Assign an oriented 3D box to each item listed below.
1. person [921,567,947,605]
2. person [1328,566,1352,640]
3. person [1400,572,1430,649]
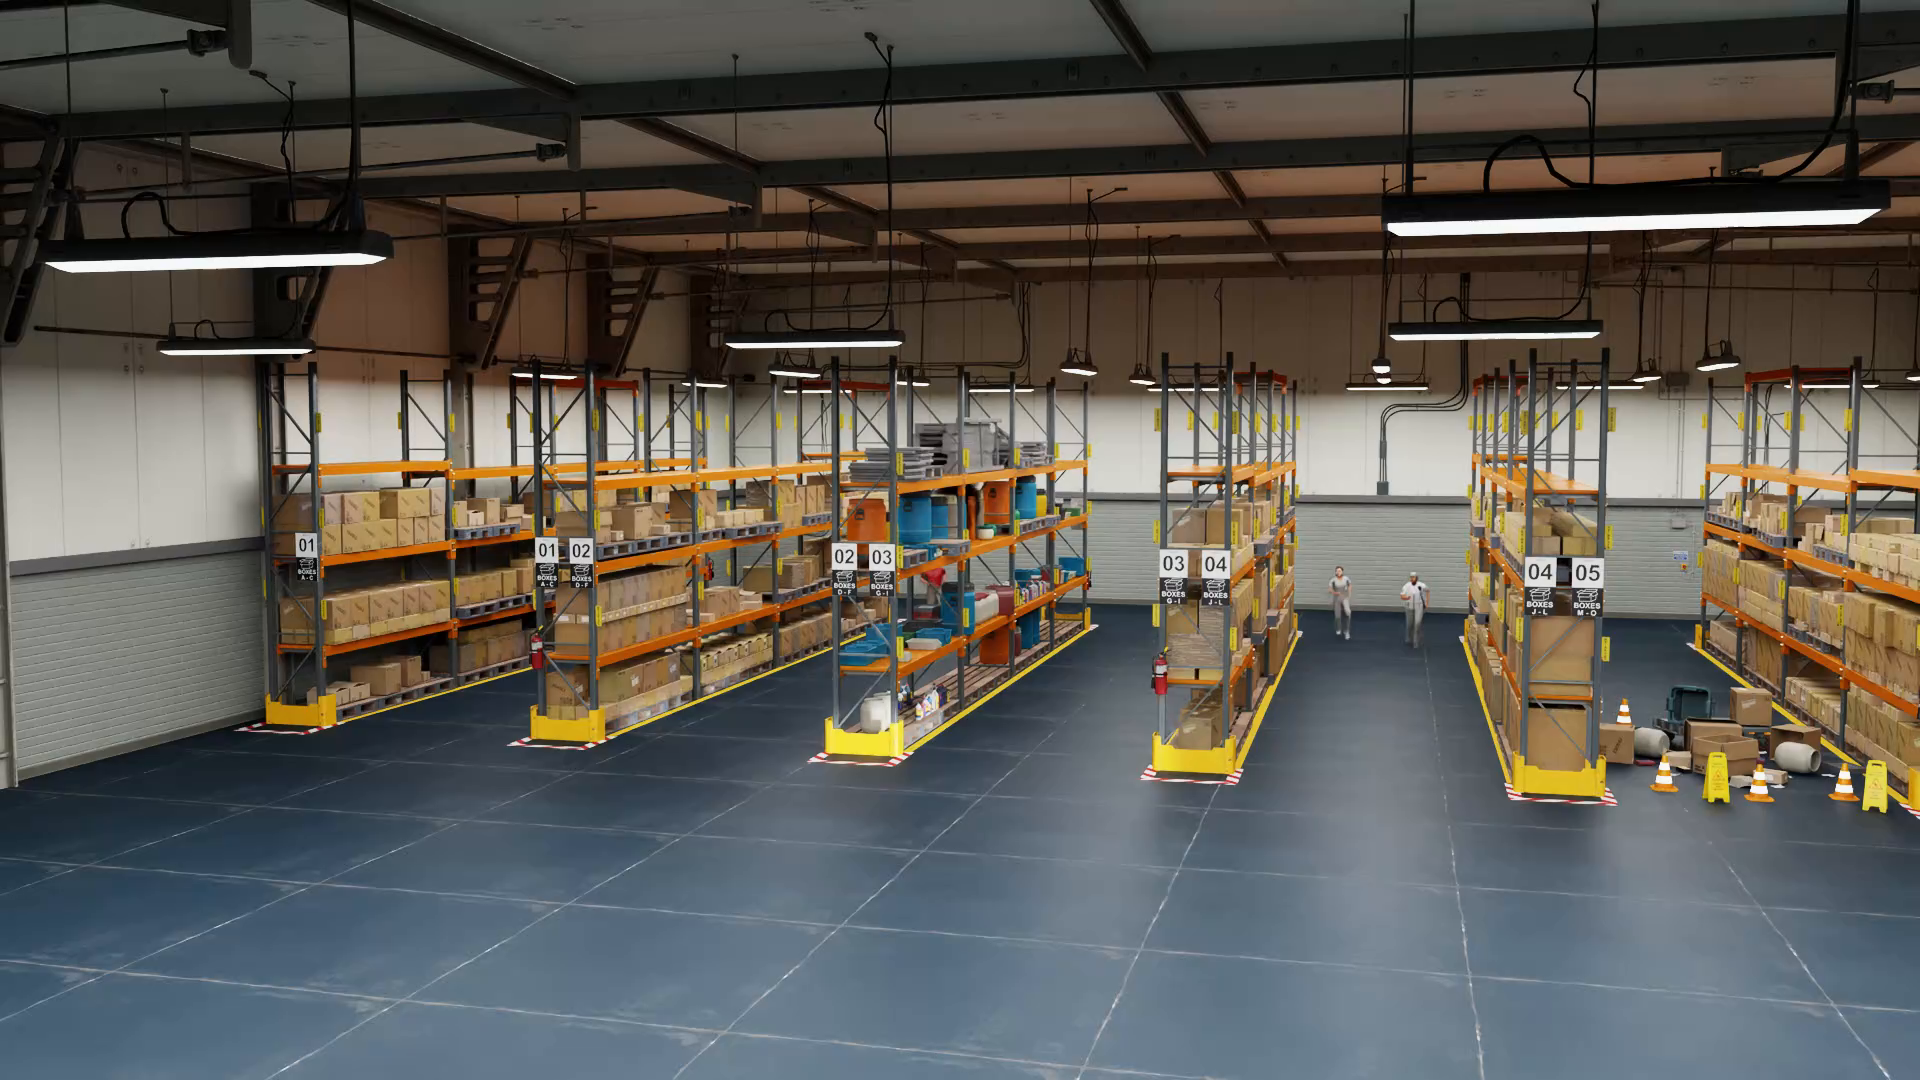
[{"bbox_3d":[-0.630,1.288,40.748,0.661,1.769,0.882,0,4,-6],"label":"person"},{"bbox_3d":[8.853,1.448,38.718,0.575,1.689,0.783,0,4,3],"label":"person"},{"bbox_3d":[10.184,1.561,37.228,0.617,1.709,0.901,2,4,21],"label":"person"}]
